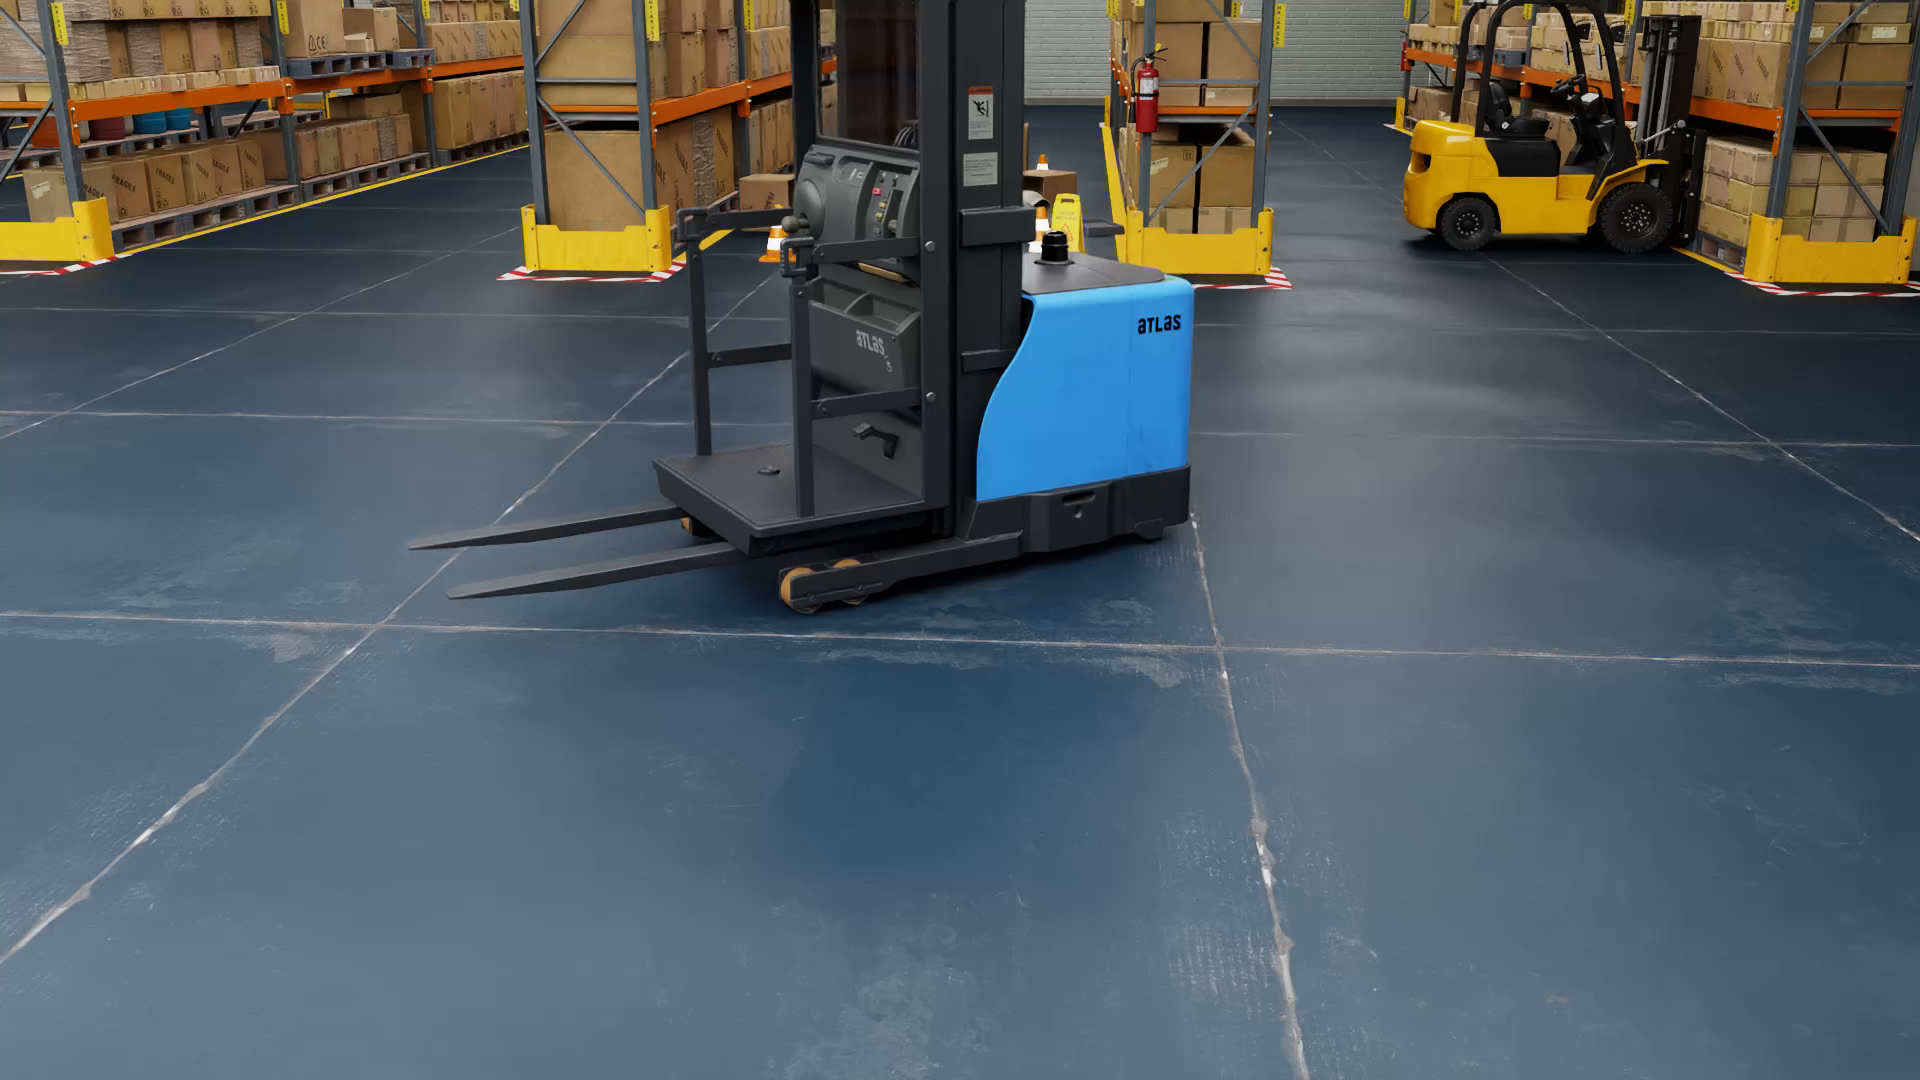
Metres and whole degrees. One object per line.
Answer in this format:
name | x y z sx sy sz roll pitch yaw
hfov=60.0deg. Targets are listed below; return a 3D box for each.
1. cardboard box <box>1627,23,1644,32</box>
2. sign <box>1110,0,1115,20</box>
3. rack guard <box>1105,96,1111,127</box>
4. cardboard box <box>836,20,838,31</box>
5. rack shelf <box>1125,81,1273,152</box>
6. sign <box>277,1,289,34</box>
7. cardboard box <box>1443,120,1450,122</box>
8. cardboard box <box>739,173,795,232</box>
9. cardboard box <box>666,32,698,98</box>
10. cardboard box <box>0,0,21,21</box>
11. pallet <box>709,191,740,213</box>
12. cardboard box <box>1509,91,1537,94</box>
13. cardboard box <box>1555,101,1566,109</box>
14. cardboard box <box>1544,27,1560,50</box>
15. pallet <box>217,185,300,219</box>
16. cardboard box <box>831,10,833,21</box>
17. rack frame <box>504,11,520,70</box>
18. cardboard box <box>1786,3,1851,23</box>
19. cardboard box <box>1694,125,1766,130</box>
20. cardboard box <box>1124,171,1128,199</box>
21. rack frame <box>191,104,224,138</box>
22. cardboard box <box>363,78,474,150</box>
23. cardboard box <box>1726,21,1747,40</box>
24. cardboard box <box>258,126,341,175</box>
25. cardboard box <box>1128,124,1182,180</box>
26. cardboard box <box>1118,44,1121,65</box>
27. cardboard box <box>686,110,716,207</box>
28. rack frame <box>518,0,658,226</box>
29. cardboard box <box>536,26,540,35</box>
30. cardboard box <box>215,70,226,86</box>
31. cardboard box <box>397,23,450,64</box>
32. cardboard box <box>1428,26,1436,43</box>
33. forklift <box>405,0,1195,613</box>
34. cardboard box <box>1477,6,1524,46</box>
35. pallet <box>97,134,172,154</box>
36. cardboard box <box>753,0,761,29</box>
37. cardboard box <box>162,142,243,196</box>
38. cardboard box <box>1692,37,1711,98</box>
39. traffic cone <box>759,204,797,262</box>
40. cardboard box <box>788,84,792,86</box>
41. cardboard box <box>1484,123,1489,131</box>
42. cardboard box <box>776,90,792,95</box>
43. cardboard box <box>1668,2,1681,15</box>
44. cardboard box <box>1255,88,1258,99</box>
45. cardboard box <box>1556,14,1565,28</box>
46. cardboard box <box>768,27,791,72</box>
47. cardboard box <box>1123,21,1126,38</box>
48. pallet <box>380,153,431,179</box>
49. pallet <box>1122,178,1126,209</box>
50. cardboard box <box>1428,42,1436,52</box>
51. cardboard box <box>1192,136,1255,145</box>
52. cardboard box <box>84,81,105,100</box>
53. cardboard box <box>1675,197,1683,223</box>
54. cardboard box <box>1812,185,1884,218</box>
cardboard box | 6.987 -5.220 16.833 0.380 0.149 0.250 2 18 6
sign | 2.252 -7.808 24.417 0.100 0.325 0.005 1 18 4
rack guard | 3.094 -7.409 28.732 1.175 0.500 0.348 1 18 4
cardboard box | -1.970 -7.520 24.306 0.380 0.149 0.250 2 18 6
rack shelf | 2.089 -3.900 15.162 1.077 0.370 4.000 1 18 4
sign | -7.110 -5.485 17.456 0.100 0.325 0.005 1 18 4
cardboard box | 7.504 -6.262 25.120 0.380 0.149 0.250 1 18 2
cardboard box | -1.800 -3.250 16.034 0.500 0.500 0.500 4 19 13
cardboard box | -2.834 -4.229 14.772 0.875 0.550 0.550 1 18 4
cardboard box | -8.146 -4.682 14.150 0.500 0.500 0.500 1 18 4
pallet | -2.845 -3.382 16.906 1.003 0.211 1.213 1 18 4
cardboard box | 7.996 -6.279 23.567 0.380 0.149 0.250 1 18 4
cardboard box | 7.864 -5.552 21.348 0.380 0.149 0.250 2 18 6
cardboard box | 7.158 -5.874 19.469 0.500 0.250 0.500 2 18 6
pallet | -7.665 -3.549 17.416 1.003 0.211 1.213 1 18 4
cardboard box | -2.012 -7.496 23.757 0.380 0.149 0.250 1 18 2
rack frame | -7.079 -7.568 25.203 1.000 3.000 0.127 1 18 4
cardboard box | 6.712 -4.124 13.010 0.380 0.149 0.250 1 18 4
cardboard box | 7.320 -3.806 15.857 0.500 0.250 0.500 1 18 3
cardboard box | 1.921 -3.578 16.767 0.500 0.250 0.500 0 18 1
rack frame | -12.019 -7.679 25.541 1.000 3.000 0.127 1 18 4
cardboard box | -7.295 -5.730 22.330 1.225 0.875 0.875 0 18 1
cardboard box | 6.712 -4.300 14.027 0.380 0.149 0.250 1 18 2
cardboard box | -7.534 -4.443 18.973 0.700 0.500 0.500 1 18 4
cardboard box | 1.894 -3.768 16.142 0.500 0.500 0.500 2 18 6
cardboard box | 2.317 -6.355 21.743 0.500 0.250 0.500 2 18 5
cardboard box | -2.888 -3.658 16.006 0.875 0.875 0.875 1 18 4
rack frame | -2.999 -3.699 13.396 1.000 3.000 0.127 1 18 4
cardboard box | -6.784 -7.779 25.608 0.500 0.250 0.500 1 18 3
cardboard box | -7.536 -4.582 16.494 0.380 0.149 0.250 1 18 4
cardboard box | -7.059 -6.518 21.839 0.500 0.500 0.500 2 18 6
cardboard box | 7.658 -7.942 26.106 0.500 0.250 0.500 1 18 2
forklift | -0.578 -1.311 6.217 3.031 2.935 1.130 -10 21 -28
cardboard box | 7.406 -6.935 22.435 0.700 0.500 0.500 1 18 4
pallet | -12.201 -5.735 24.087 1.003 0.211 1.213 1 18 4
cardboard box | -2.611 -5.935 18.453 0.700 0.500 0.500 1 18 4
cardboard box | -7.754 -3.794 17.025 0.500 0.500 0.500 7 20 21
cardboard box | 6.778 -4.193 14.742 0.500 0.500 0.500 1 18 4
traffic cone | -1.545 -2.627 14.197 0.336 0.463 0.334 1 18 4
cardboard box | -2.532 -6.247 23.306 0.500 0.250 0.500 2 18 6
cardboard box | 7.386 -5.623 22.605 0.500 0.500 0.500 1 18 2
cardboard box | -2.135 -5.761 21.822 0.500 0.250 0.500 0 18 1
cardboard box | 6.806 -4.917 15.433 0.380 0.149 0.250 2 18 5
cardboard box | 2.344 -3.839 14.225 0.380 0.149 0.250 2 18 5
cardboard box | 7.137 -6.014 19.257 0.380 0.149 0.250 1 18 5
cardboard box | -2.263 -5.775 19.571 0.500 0.500 0.500 1 18 3
cardboard box | 2.256 -6.359 20.199 0.500 0.500 0.500 1 18 2
pallet | -7.423 -4.758 21.106 1.003 0.211 1.213 1 18 4
pallet | 2.287 -3.779 18.118 1.003 0.211 1.213 1 18 4
cardboard box | 7.606 -7.783 26.263 0.380 0.149 0.250 2 18 5
cardboard box | 2.313 -3.284 14.664 0.500 0.500 0.500 1 18 2
cardboard box | -7.644 -3.882 14.358 0.380 0.149 0.250 1 18 4
cardboard box | 6.720 -3.028 15.087 0.500 0.250 0.500 2 18 6
cardboard box | 7.138 -2.782 13.536 0.500 0.250 0.500 2 18 5
